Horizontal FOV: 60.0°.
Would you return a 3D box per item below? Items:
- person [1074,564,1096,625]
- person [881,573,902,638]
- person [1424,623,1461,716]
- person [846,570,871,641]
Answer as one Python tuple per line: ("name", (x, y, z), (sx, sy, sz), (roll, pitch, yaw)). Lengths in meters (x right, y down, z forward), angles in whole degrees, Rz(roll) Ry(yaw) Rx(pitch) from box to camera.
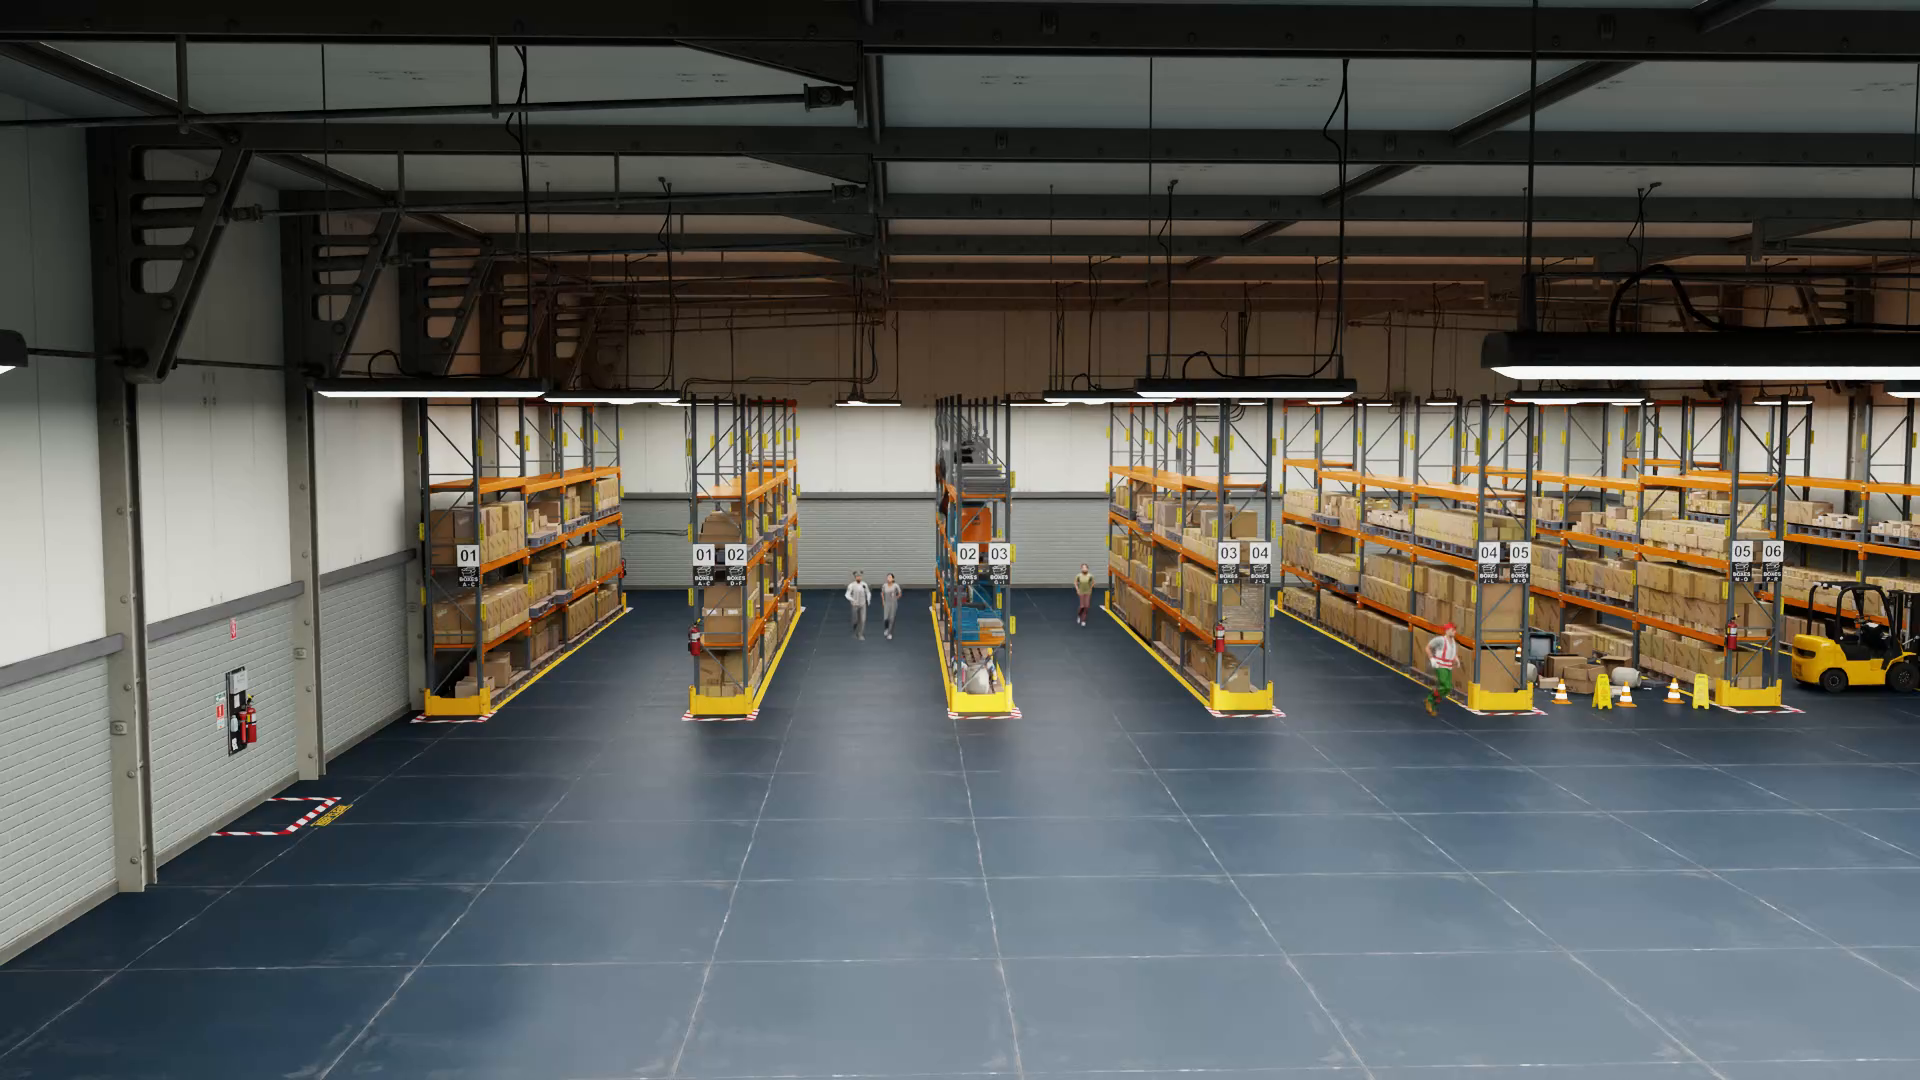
("person", (3.312, 1.448, 43.953), (0.565, 1.637, 0.542), (0, 4, -2))
("person", (-1.731, 1.646, 41.442), (0.552, 1.637, 0.561), (1, 5, 8))
("person", (9.094, 2.410, 31.114), (0.675, 1.729, 0.561), (-3, 6, -37))
("person", (-2.375, 1.539, 39.187), (0.625, 1.661, 0.646), (-1, 5, -14))
